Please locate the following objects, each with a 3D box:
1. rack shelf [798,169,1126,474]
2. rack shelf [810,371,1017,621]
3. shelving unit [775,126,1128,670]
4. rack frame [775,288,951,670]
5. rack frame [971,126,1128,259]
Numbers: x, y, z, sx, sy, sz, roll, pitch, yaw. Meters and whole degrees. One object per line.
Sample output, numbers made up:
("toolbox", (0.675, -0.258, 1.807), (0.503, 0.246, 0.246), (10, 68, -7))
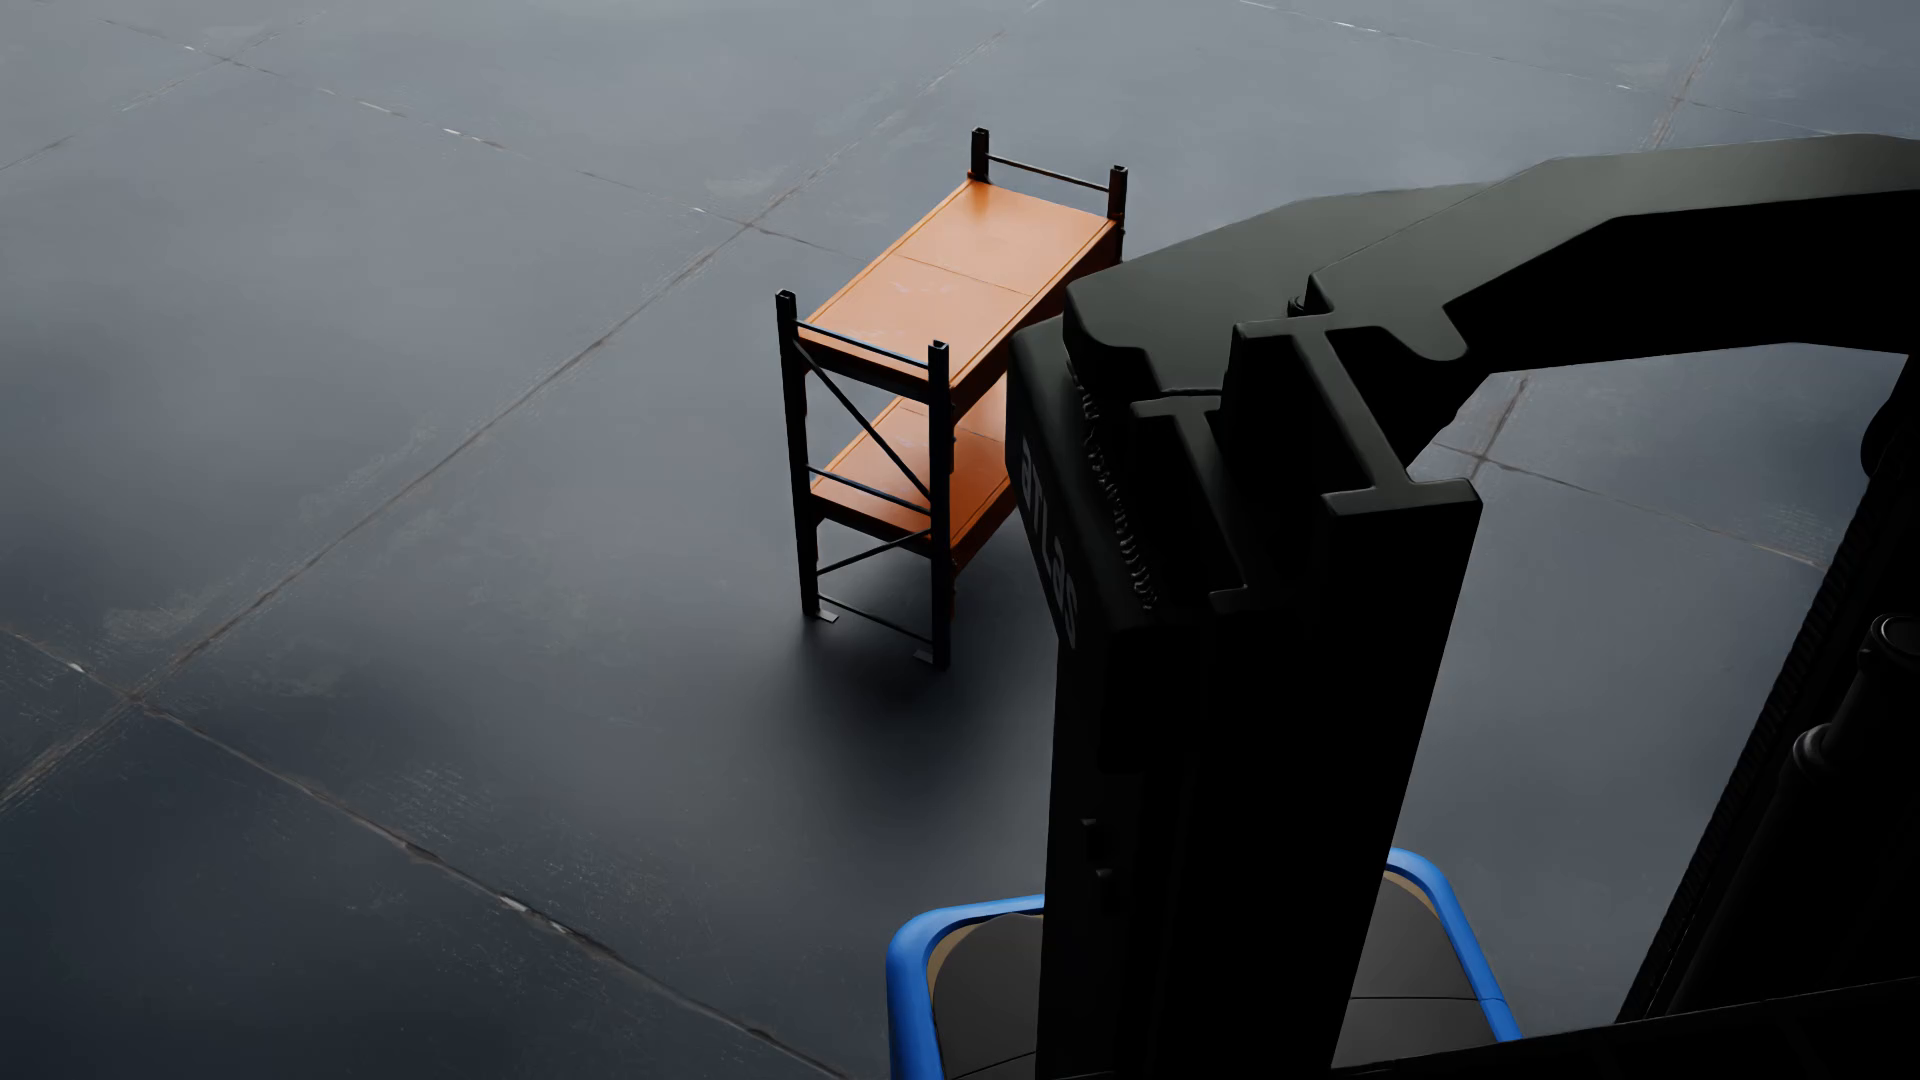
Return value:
("rack shelf", (0.003, -0.646, 4.689), (0.538, 0.278, 1.000), (21, 45, 22))
("rack shelf", (0.003, -0.243, 5.044), (0.538, 0.278, 1.000), (21, 45, 22))
("shelving unit", (0.003, -0.426, 4.883), (0.538, 1.125, 1.048), (21, 45, 22))
("rack frame", (-0.251, -0.135, 4.552), (0.500, 1.125, 0.032), (21, 45, 22))
("rack frame", (0.258, -0.717, 5.213), (0.500, 1.125, 0.032), (21, 45, 22))
